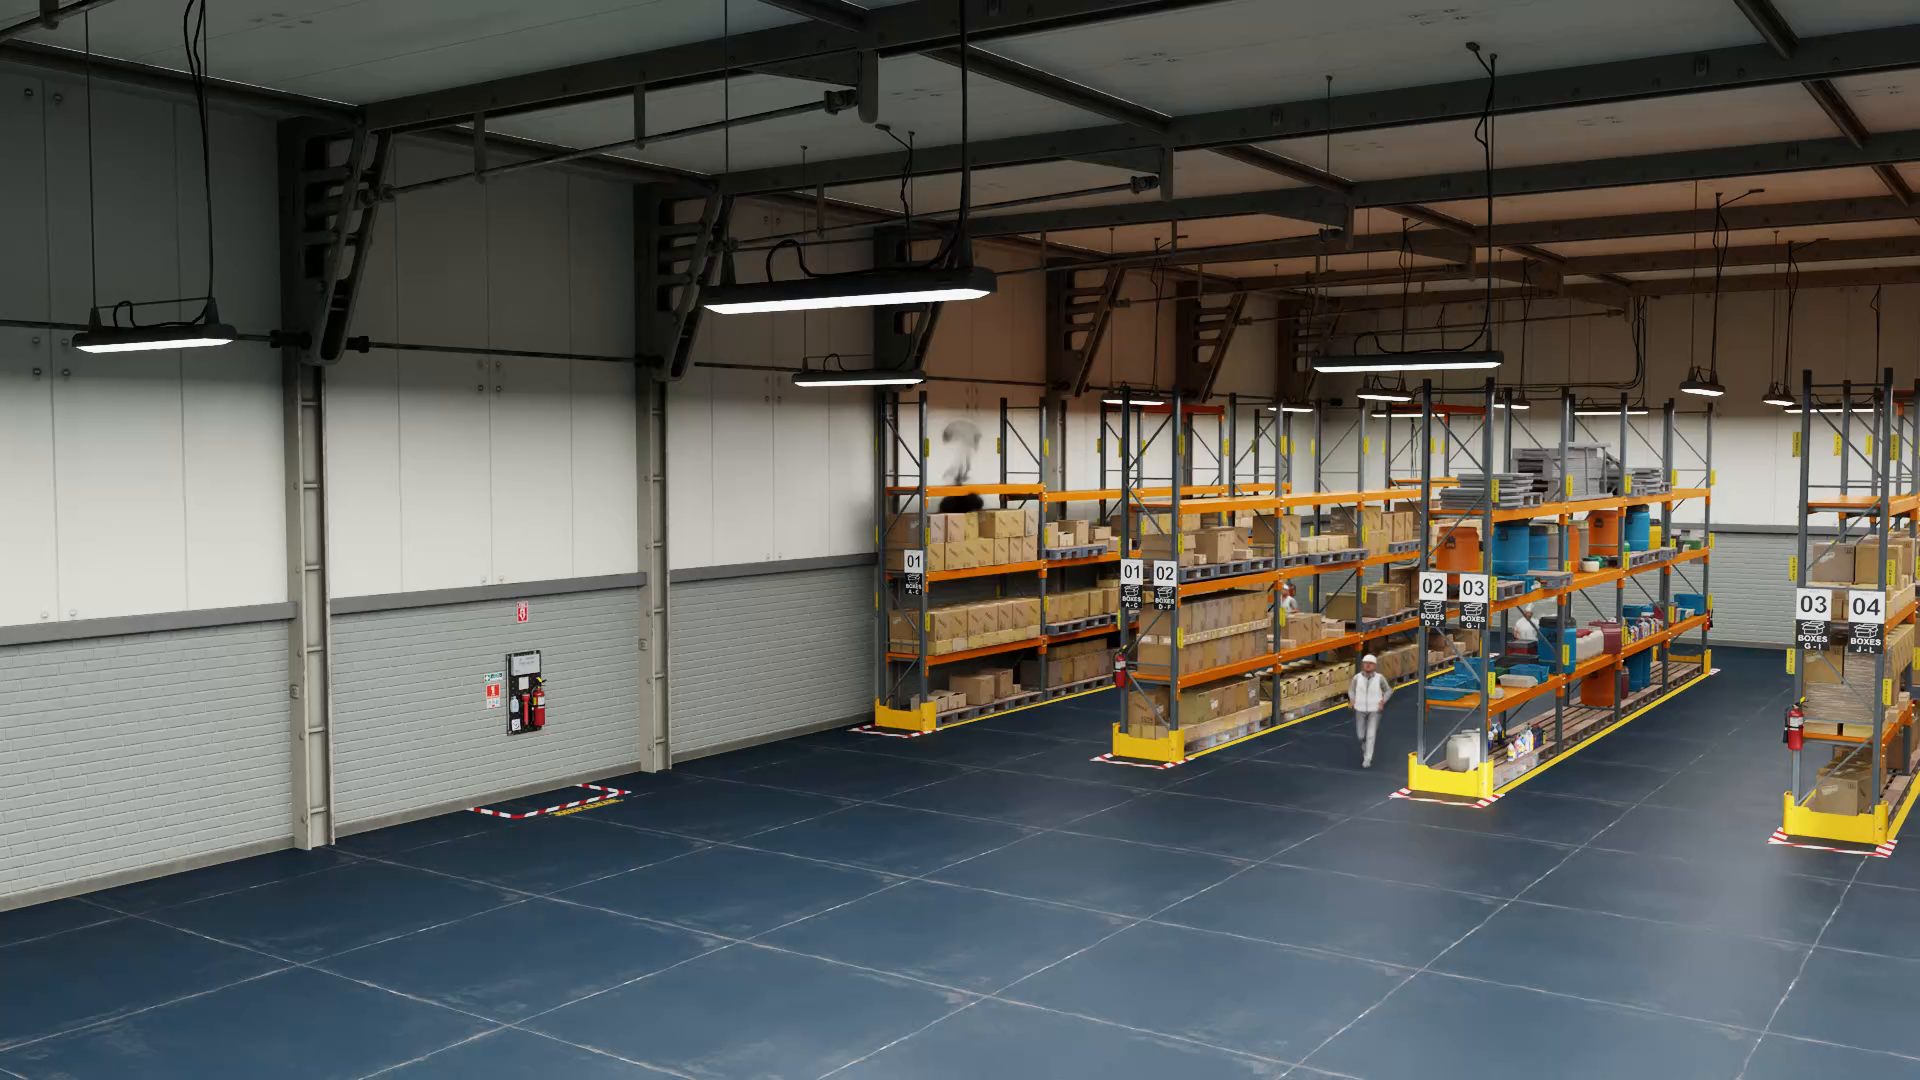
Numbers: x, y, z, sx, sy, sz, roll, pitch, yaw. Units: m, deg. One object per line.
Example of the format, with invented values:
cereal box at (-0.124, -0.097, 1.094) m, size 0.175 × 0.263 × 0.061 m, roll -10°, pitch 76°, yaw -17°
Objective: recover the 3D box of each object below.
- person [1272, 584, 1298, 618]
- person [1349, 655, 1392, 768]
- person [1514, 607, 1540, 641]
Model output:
person at (7.577, 1.934, 38.864) m, size 0.651 × 1.805 × 0.983 m, roll 2°, pitch 4°, yaw 29°
person at (6.475, 2.688, 26.309) m, size 0.672 × 1.754 × 0.666 m, roll 1°, pitch 3°, yaw 23°
person at (12.048, 2.235, 35.277) m, size 0.595 × 1.622 × 0.561 m, roll 2°, pitch 4°, yaw 29°
